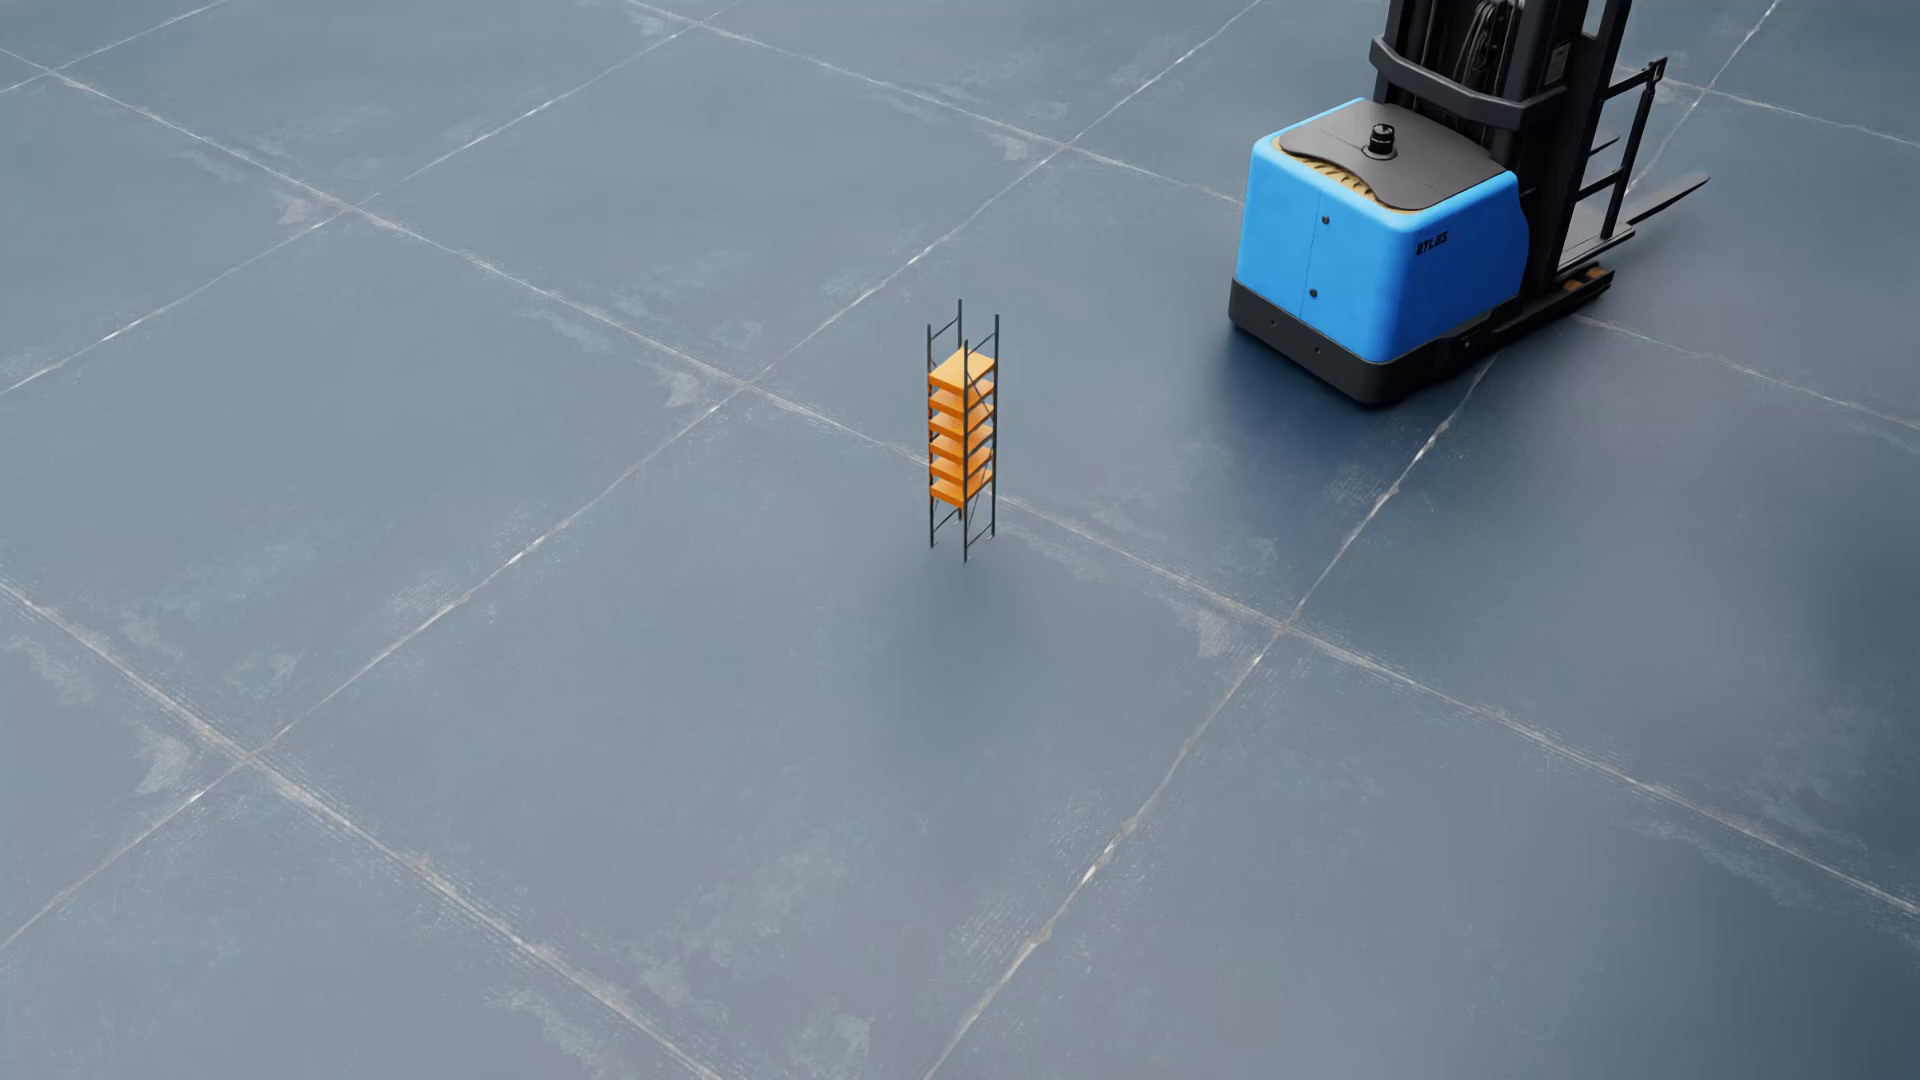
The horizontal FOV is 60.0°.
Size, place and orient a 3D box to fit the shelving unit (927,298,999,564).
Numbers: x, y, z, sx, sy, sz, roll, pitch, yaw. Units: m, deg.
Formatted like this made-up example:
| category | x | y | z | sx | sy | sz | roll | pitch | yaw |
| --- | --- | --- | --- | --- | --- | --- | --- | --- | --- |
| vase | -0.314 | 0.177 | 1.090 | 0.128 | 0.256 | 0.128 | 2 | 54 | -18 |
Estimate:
| category | x | y | z | sx | sy | sz | roll | pitch | yaw |
| --- | --- | --- | --- | --- | --- | --- | --- | --- | --- |
| shelving unit | 0.012 | -0.442 | 7.092 | 0.189 | 1.200 | 0.258 | 25 | 48 | 25 |

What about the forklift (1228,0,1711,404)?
| category | x | y | z | sx | sy | sz | roll | pitch | yaw |
| --- | --- | --- | --- | --- | --- | --- | --- | --- | --- |
| forklift | 2.880 | -2.566 | 8.168 | 3.031 | 2.935 | 1.130 | -27 | 48 | -27 |

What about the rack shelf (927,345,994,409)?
| category | x | y | z | sx | sy | sz | roll | pitch | yaw |
| --- | --- | --- | --- | --- | --- | --- | --- | --- | --- |
| rack shelf | 0.012 | -0.677 | 6.882 | 0.180 | 0.103 | 0.258 | 25 | 48 | 25 |

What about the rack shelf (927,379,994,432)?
| category | x | y | z | sx | sy | sz | roll | pitch | yaw |
| --- | --- | --- | --- | --- | --- | --- | --- | --- | --- |
| rack shelf | 0.012 | -0.587 | 6.962 | 0.180 | 0.103 | 0.258 | 25 | 48 | 25 |

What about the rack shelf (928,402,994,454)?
| category | x | y | z | sx | sy | sz | roll | pitch | yaw |
| --- | --- | --- | --- | --- | --- | --- | --- | --- | --- |
| rack shelf | 0.012 | -0.498 | 7.042 | 0.180 | 0.103 | 0.258 | 25 | 48 | 25 |

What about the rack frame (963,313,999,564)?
| category | x | y | z | sx | sy | sz | roll | pitch | yaw |
| --- | --- | --- | --- | --- | --- | --- | --- | --- | --- |
| rack frame | 0.087 | -0.407 | 7.053 | 0.006 | 1.200 | 0.240 | 25 | 48 | 25 |

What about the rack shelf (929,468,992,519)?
| category | x | y | z | sx | sy | sz | roll | pitch | yaw |
| --- | --- | --- | --- | --- | --- | --- | --- | --- | --- |
| rack shelf | 0.012 | -0.230 | 7.282 | 0.180 | 0.103 | 0.258 | 25 | 48 | 25 |

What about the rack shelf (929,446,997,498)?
| category | x | y | z | sx | sy | sz | roll | pitch | yaw |
| --- | --- | --- | --- | --- | --- | --- | --- | --- | --- |
| rack shelf | 0.012 | -0.319 | 7.202 | 0.180 | 0.103 | 0.258 | 25 | 48 | 25 |

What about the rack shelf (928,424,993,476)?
| category | x | y | z | sx | sy | sz | roll | pitch | yaw |
| --- | --- | --- | --- | --- | --- | --- | --- | --- | --- |
| rack shelf | 0.012 | -0.408 | 7.122 | 0.180 | 0.103 | 0.258 | 25 | 48 | 25 |

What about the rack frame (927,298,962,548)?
| category | x | y | z | sx | sy | sz | roll | pitch | yaw |
| --- | --- | --- | --- | --- | --- | --- | --- | --- | --- |
| rack frame | -0.063 | -0.477 | 7.131 | 0.006 | 1.200 | 0.240 | 25 | 48 | 25 |
